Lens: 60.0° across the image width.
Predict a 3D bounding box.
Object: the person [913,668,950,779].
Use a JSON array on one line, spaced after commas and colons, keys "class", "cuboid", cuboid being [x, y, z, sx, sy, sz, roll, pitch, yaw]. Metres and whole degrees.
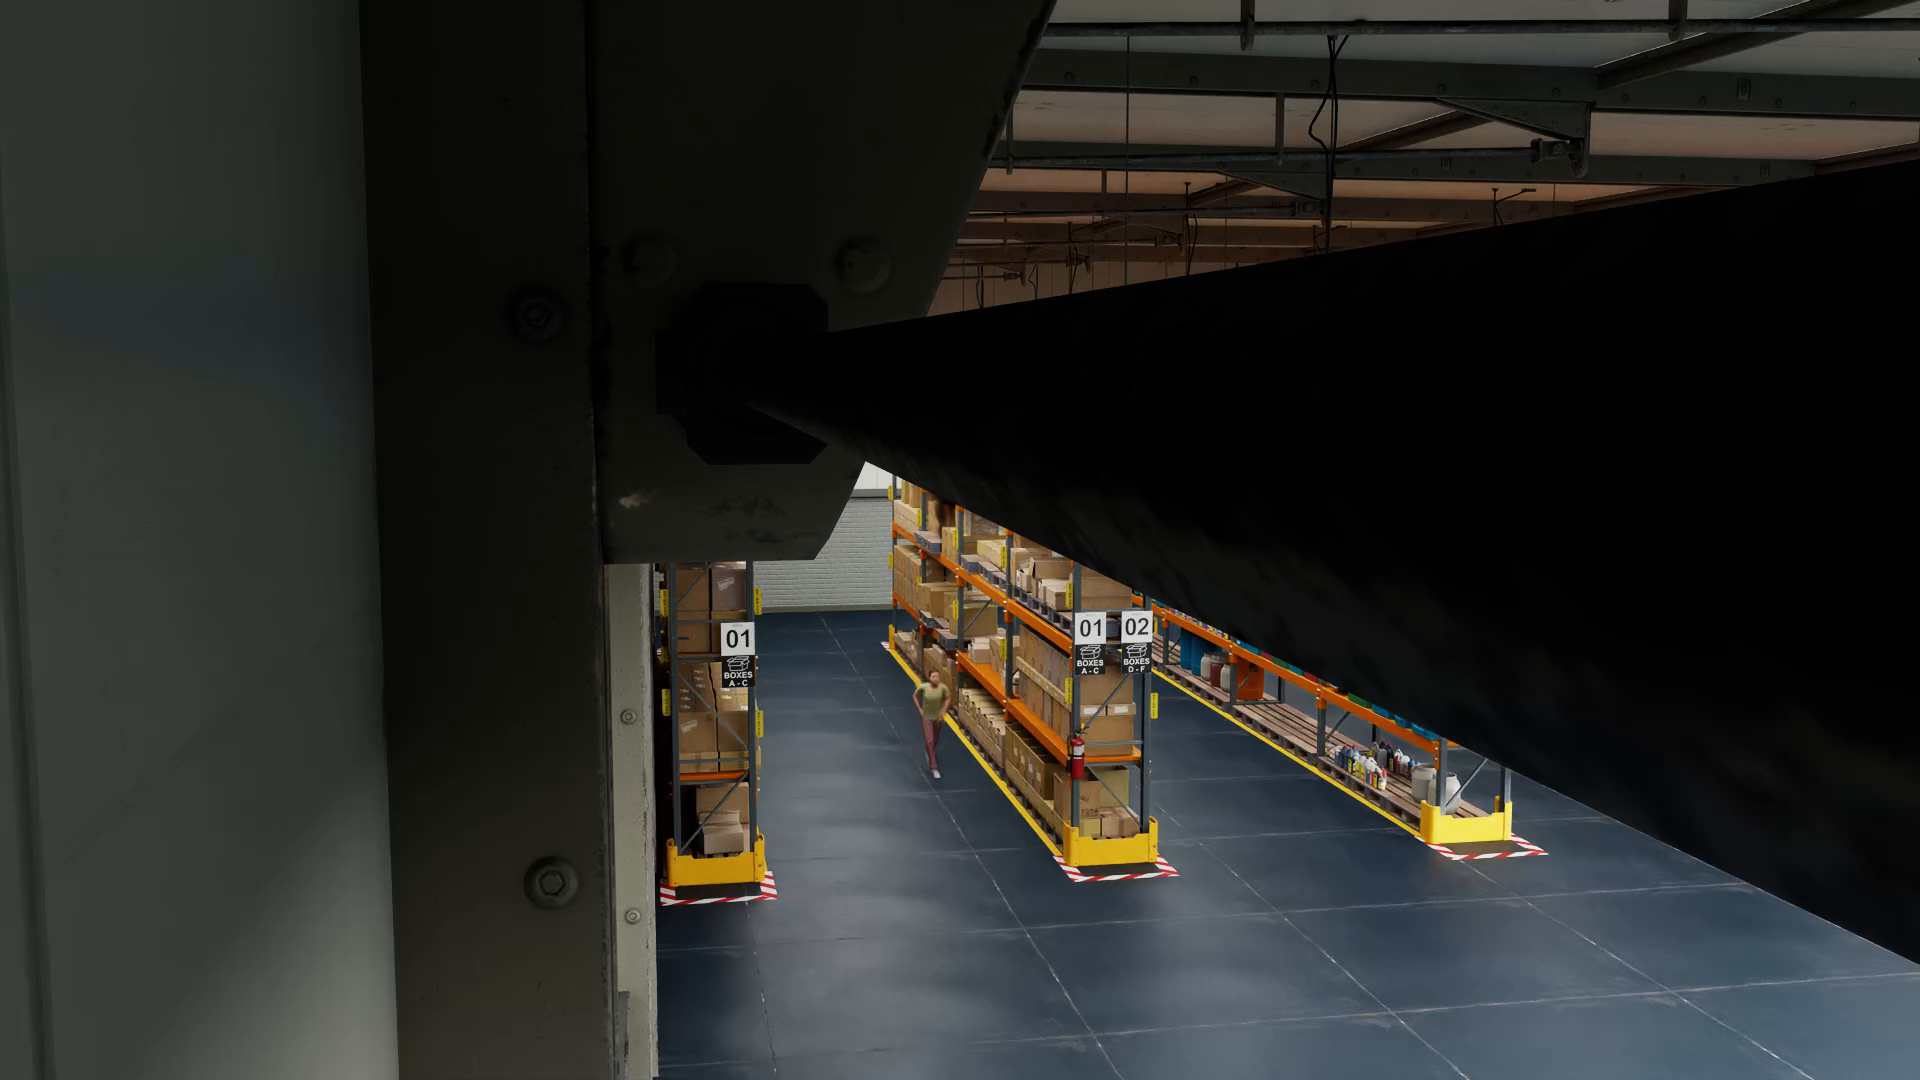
[{"class": "person", "cuboid": [-0.438, 2.747, 25.539, 0.582, 1.655, 0.962, -1, 6, -8]}]
